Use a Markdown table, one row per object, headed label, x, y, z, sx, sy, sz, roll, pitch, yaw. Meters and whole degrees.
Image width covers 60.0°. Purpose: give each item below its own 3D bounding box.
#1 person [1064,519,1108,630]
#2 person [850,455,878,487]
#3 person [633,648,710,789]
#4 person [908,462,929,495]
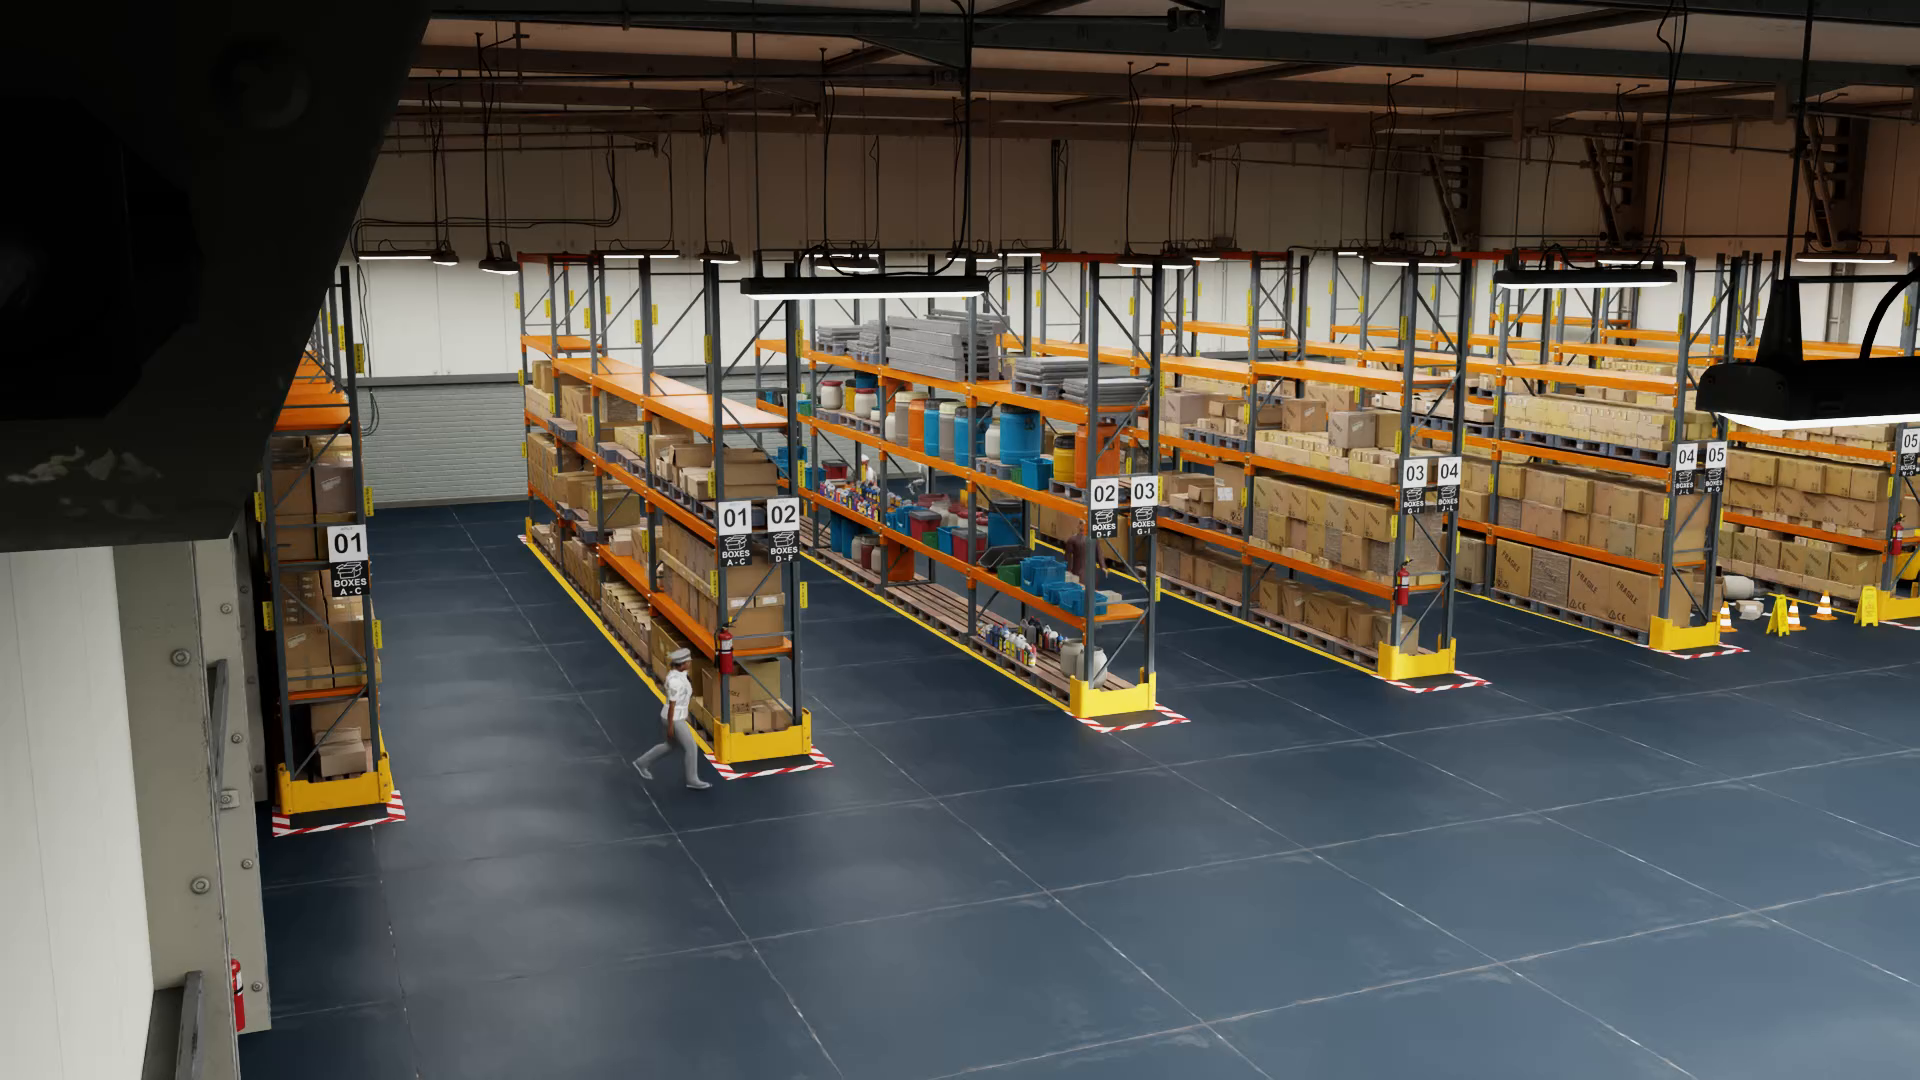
| label | x | y | z | sx | sy | sz | roll | pitch | yaw |
| --- | --- | --- | --- | --- | --- | --- | --- | --- | --- |
| person | 2.060 | 0.537 | 26.914 | 0.609 | 1.675 | 1.045 | -5 | 12 | -26 |
| person | -2.003 | -0.930 | 35.156 | 0.577 | 1.738 | 1.025 | -6 | 12 | -31 |
| person | -3.358 | 2.049 | 19.237 | 0.950 | 1.610 | 0.455 | 1 | 10 | 3 |
| person | -0.894 | -1.822 | 40.371 | 0.804 | 1.633 | 0.467 | 4 | 11 | 18 |
